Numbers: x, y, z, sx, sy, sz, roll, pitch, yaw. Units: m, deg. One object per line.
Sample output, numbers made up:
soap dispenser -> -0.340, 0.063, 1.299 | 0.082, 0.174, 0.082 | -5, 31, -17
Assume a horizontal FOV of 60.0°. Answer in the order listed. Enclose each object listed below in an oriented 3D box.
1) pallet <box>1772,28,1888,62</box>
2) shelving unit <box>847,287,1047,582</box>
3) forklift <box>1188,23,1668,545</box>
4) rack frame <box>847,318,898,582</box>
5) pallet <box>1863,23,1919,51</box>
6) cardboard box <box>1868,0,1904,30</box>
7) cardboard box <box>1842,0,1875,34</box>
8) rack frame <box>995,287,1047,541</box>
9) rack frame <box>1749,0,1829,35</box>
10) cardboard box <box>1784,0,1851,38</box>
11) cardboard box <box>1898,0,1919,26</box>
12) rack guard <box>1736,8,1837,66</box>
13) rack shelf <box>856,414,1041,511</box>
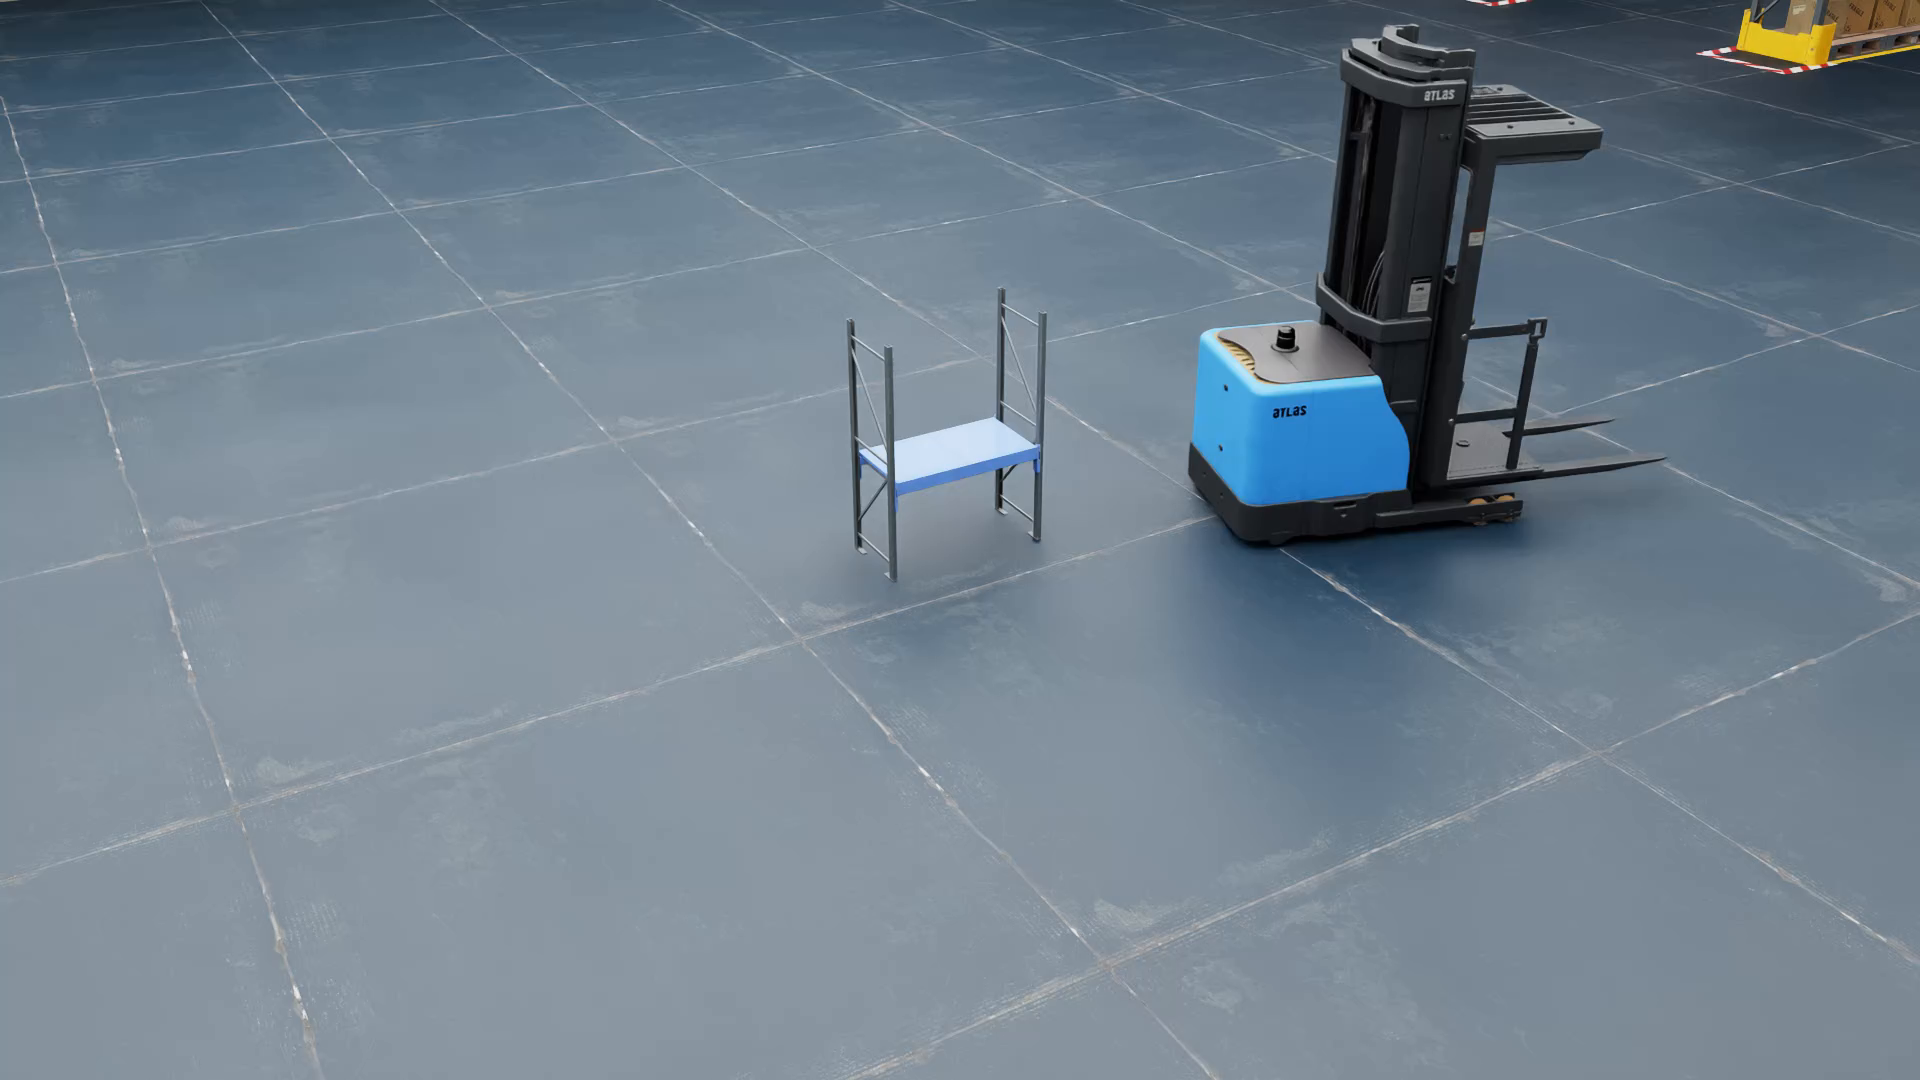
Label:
pallet -> 11.535, -6.658, 22.193 | 1.213, 0.211, 1.003 | -16, 33, -26
shelving unit -> -0.074, -0.636, 9.948 | 1.048, 1.500, 0.538 | -16, 33, -26
forklift -> 3.079, -1.618, 10.246 | 3.031, 2.935, 1.130 | -7, 30, -12
rack frame -> -0.512, -0.511, 9.723 | 0.032, 1.500, 0.500 | -16, 33, -26
pallet -> 12.586, -6.954, 22.731 | 1.213, 0.211, 1.003 | -16, 33, -26
cardboard box -> 12.346, -7.217, 22.474 | 0.500, 0.500, 0.500 | -13, 31, -22
cardboard box -> 11.796, -7.072, 22.210 | 0.500, 0.500, 0.500 | -8, 30, -13
rack frame -> 0.365, -0.760, 10.173 | 0.032, 1.500, 0.500 | -16, 33, -26
rack frame -> 10.751, -7.676, 21.152 | 0.127, 3.000, 1.000 | -16, 33, -26
cardboard box -> 11.298, -6.911, 21.919 | 0.500, 0.500, 0.500 | -10, 30, -17
cardboard box -> 12.849, -7.335, 22.687 | 0.500, 0.500, 0.500 | -19, 34, -31
rack guard -> 10.817, -6.600, 21.790 | 0.348, 0.500, 1.175 | -16, 33, -26
rack shelf -> -0.074, -0.478, 10.035 | 1.000, 0.185, 0.538 | -16, 33, -26
